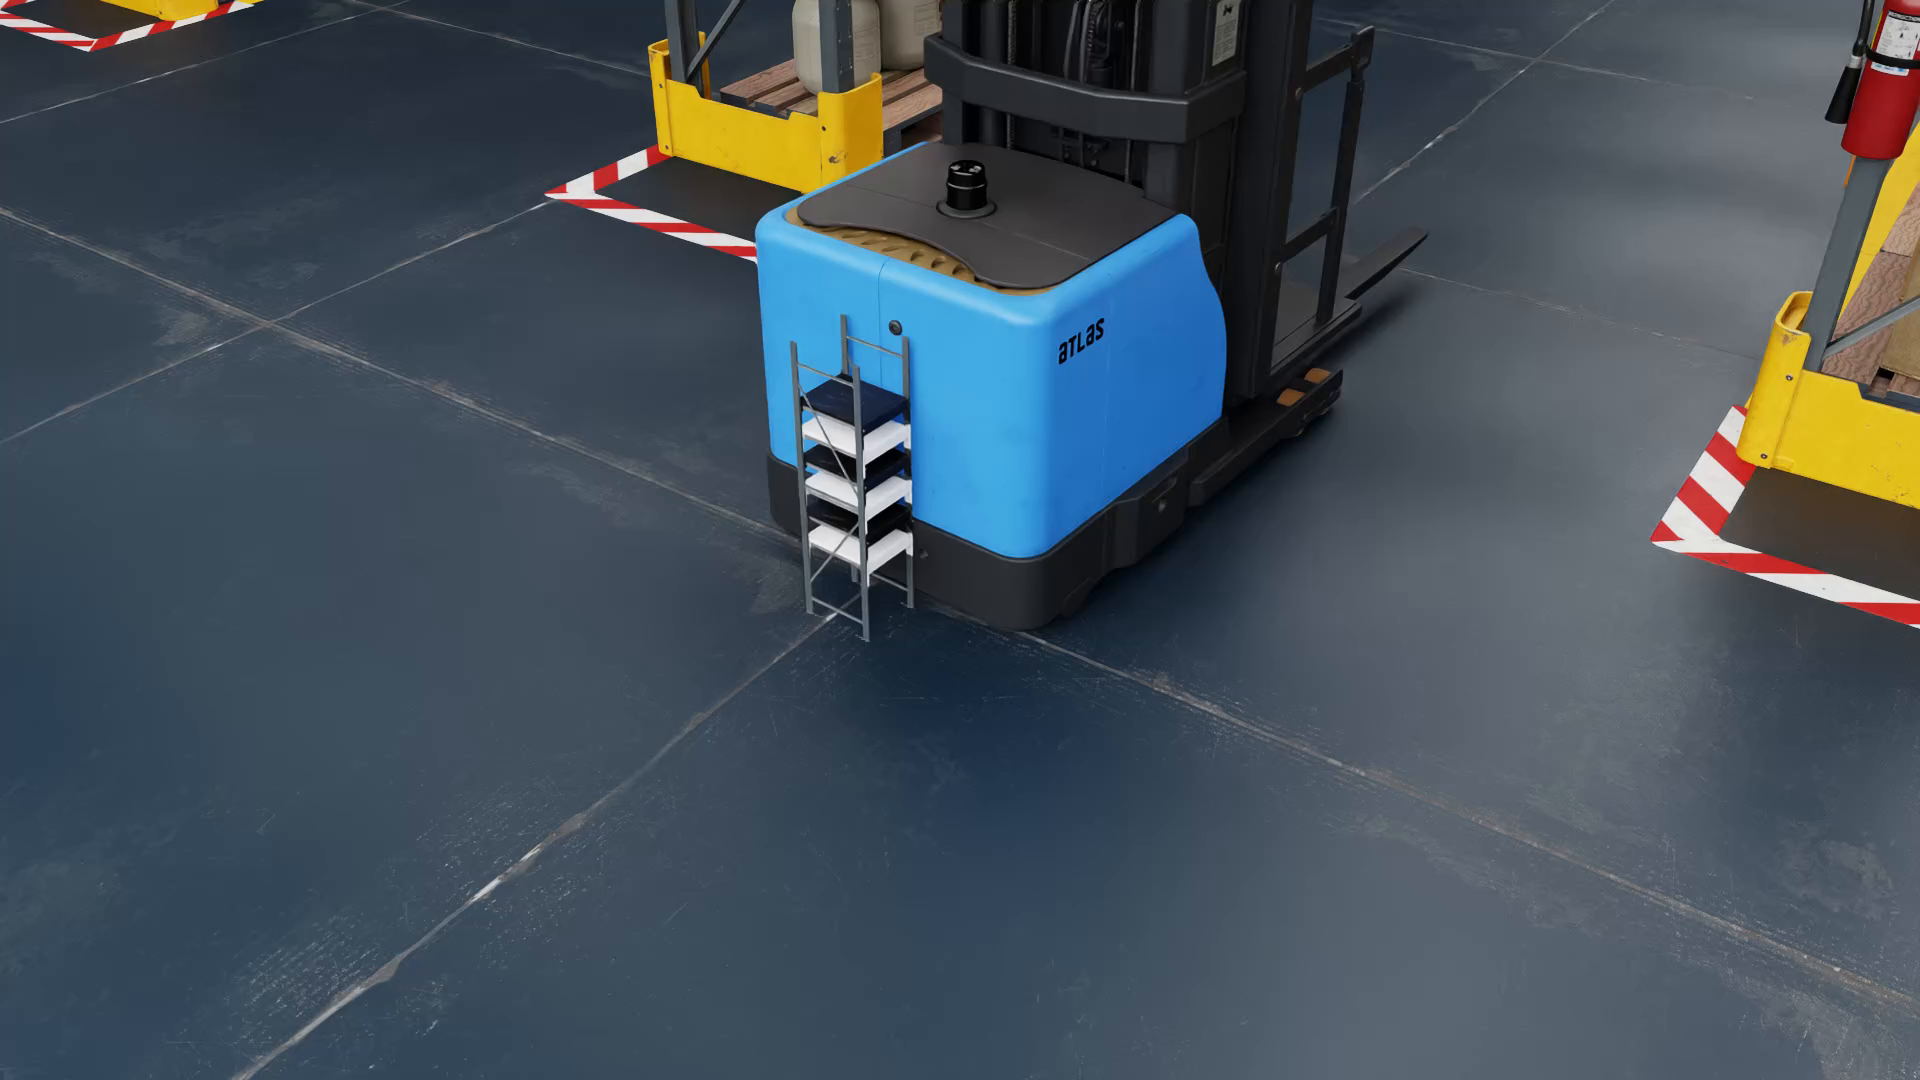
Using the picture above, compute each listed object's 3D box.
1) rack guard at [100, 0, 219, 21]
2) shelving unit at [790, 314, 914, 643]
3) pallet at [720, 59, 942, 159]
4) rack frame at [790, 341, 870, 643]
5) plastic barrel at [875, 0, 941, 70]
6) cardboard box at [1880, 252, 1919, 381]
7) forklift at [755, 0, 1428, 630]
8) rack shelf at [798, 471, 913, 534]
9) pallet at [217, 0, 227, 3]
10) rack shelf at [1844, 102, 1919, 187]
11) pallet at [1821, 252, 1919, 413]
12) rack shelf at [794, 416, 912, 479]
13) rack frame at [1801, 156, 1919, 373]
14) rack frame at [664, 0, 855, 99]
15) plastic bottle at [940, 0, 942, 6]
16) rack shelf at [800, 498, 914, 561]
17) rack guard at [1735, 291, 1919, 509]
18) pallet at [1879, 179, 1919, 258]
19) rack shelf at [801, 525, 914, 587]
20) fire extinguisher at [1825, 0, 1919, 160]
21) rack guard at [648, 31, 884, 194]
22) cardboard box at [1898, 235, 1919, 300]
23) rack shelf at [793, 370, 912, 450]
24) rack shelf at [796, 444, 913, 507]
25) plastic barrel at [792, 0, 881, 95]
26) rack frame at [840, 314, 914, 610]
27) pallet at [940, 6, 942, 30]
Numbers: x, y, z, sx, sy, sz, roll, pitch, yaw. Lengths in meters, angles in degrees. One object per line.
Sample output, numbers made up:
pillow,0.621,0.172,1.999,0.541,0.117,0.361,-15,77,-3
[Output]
rack guard,-4.987,-3.500,9.979,1.175,0.500,0.348,21,39,28
shelving unit,-0.295,-0.162,4.686,0.258,0.900,0.210,23,40,30
pallet,-0.434,-2.229,8.358,1.003,0.211,1.213,21,39,28
rack frame,-0.357,-0.116,4.619,0.240,0.900,0.006,23,40,30
plastic barrel,-0.308,-2.664,8.357,0.421,0.512,0.421,0,34,0
cardboard box,3.532,-0.801,5.613,0.500,0.500,0.500,-29,43,-35
forklift,0.700,-1.723,5.182,1.130,2.935,3.031,23,40,30
rack shelf,-0.295,-0.134,4.704,0.258,0.077,0.200,23,40,30
pallet,-4.572,-3.756,10.616,1.003,0.211,1.213,21,39,28
rack shelf,4.303,-2.003,6.176,1.077,0.370,4.000,21,39,28
pallet,3.698,-0.623,5.982,1.003,0.211,1.213,21,39,28
rack shelf,-0.295,-0.283,4.603,0.258,0.077,0.200,23,40,30
rack frame,3.162,-1.380,4.613,1.000,3.000,0.127,21,39,28
rack frame,-0.907,-2.962,6.953,1.000,3.000,0.127,21,39,28
plastic bottle,-0.053,-3.109,9.208,0.152,0.276,0.135,22,40,29
rack shelf,-0.295,-0.059,4.755,0.258,0.077,0.200,23,40,30
rack guard,3.206,-0.380,5.365,1.175,0.500,0.348,21,39,28
pallet,4.394,-1.182,6.809,1.003,0.211,1.213,21,39,28
rack shelf,-0.295,0.015,4.805,0.258,0.077,0.200,23,40,30
fire extinguisher,2.718,-1.443,4.775,0.296,0.674,0.183,21,39,28
rack guard,-0.902,-1.977,7.727,1.175,0.500,0.348,21,39,28
cardboard box,3.845,-1.087,6.036,0.500,0.500,0.500,-25,41,-32
rack shelf,-0.295,-0.358,4.553,0.258,0.077,0.200,23,40,30
rack shelf,-0.295,-0.209,4.654,0.258,0.077,0.200,23,40,30
plastic barrel,-0.594,-2.433,8.016,0.421,0.512,0.421,0,34,0
rack frame,-0.233,-0.207,4.752,0.240,0.900,0.006,23,40,30
pallet,0.262,-2.788,9.185,1.003,0.211,1.213,21,39,28
